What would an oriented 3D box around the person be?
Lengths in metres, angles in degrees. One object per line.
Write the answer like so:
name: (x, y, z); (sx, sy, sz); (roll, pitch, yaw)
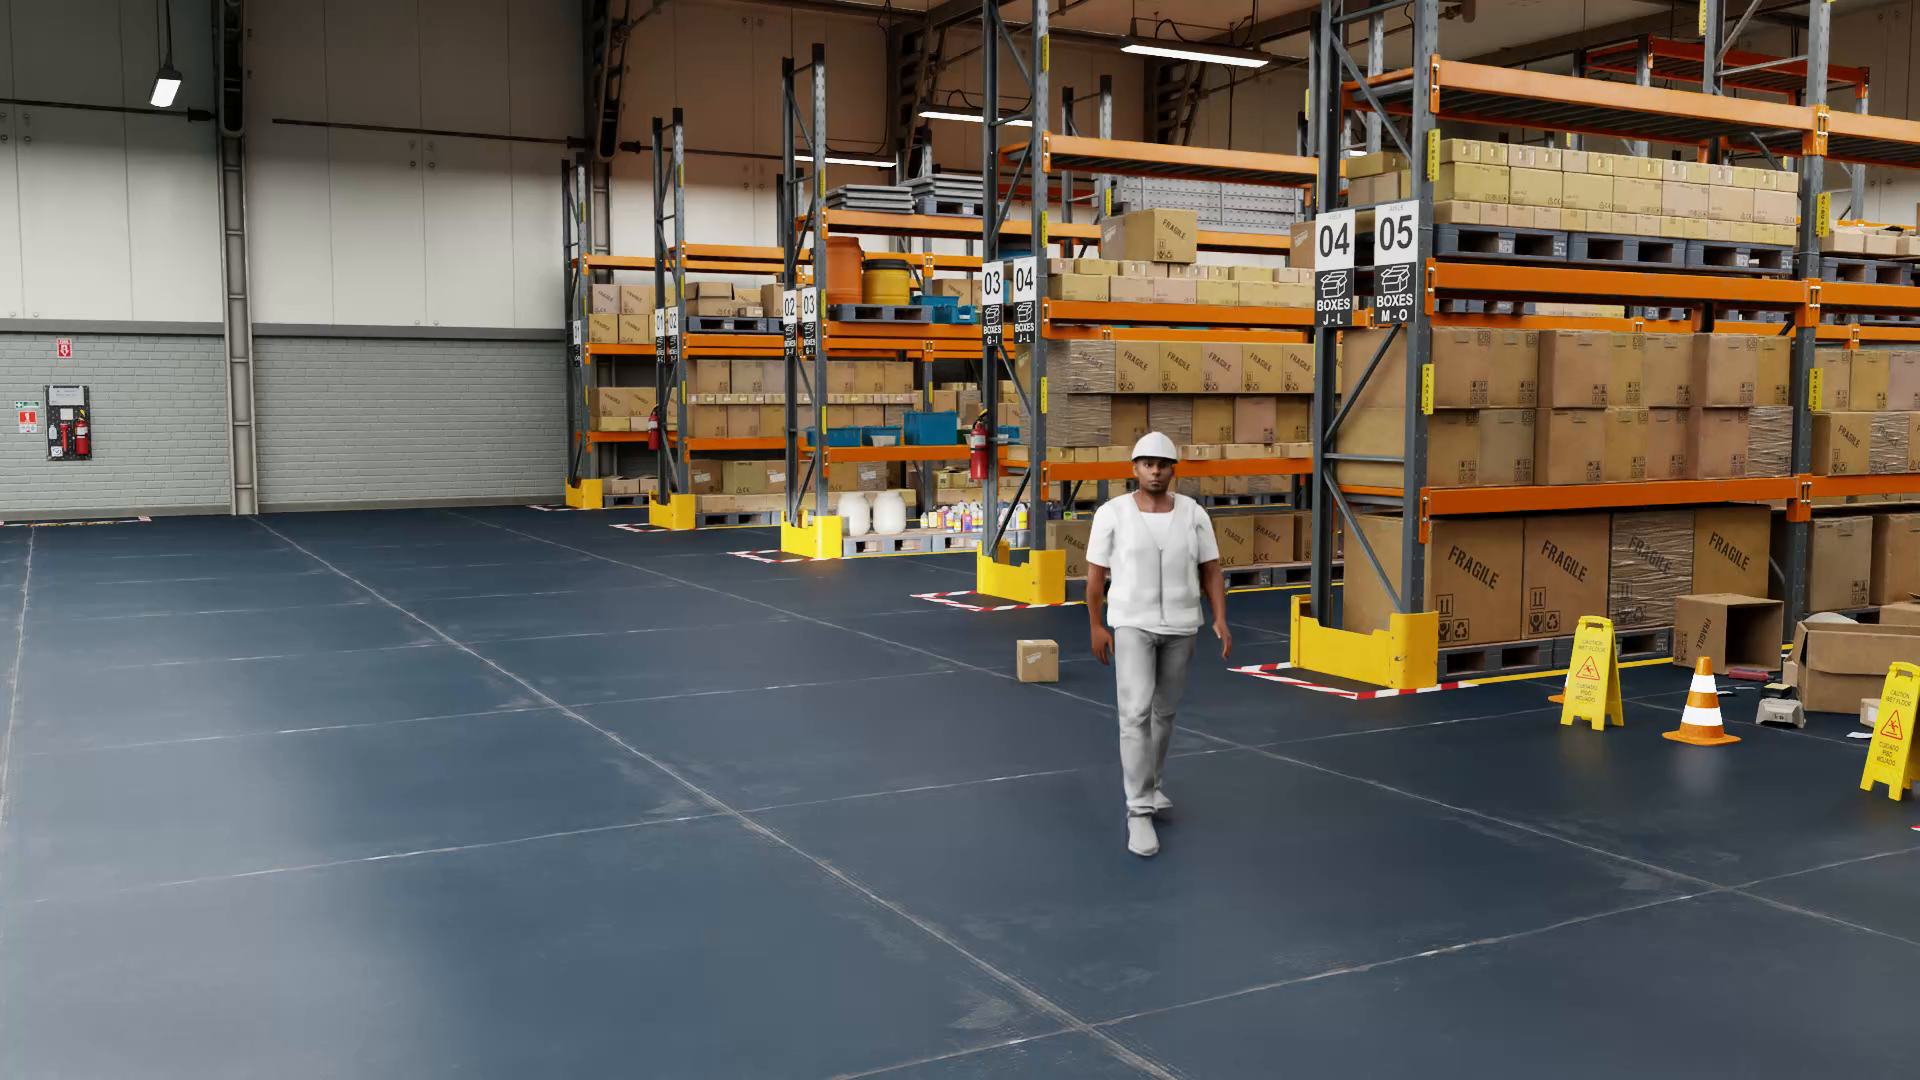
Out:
person: (0.887, 0.412, 7.342); (0.590, 1.772, 0.844); (-1, 5, -7)
